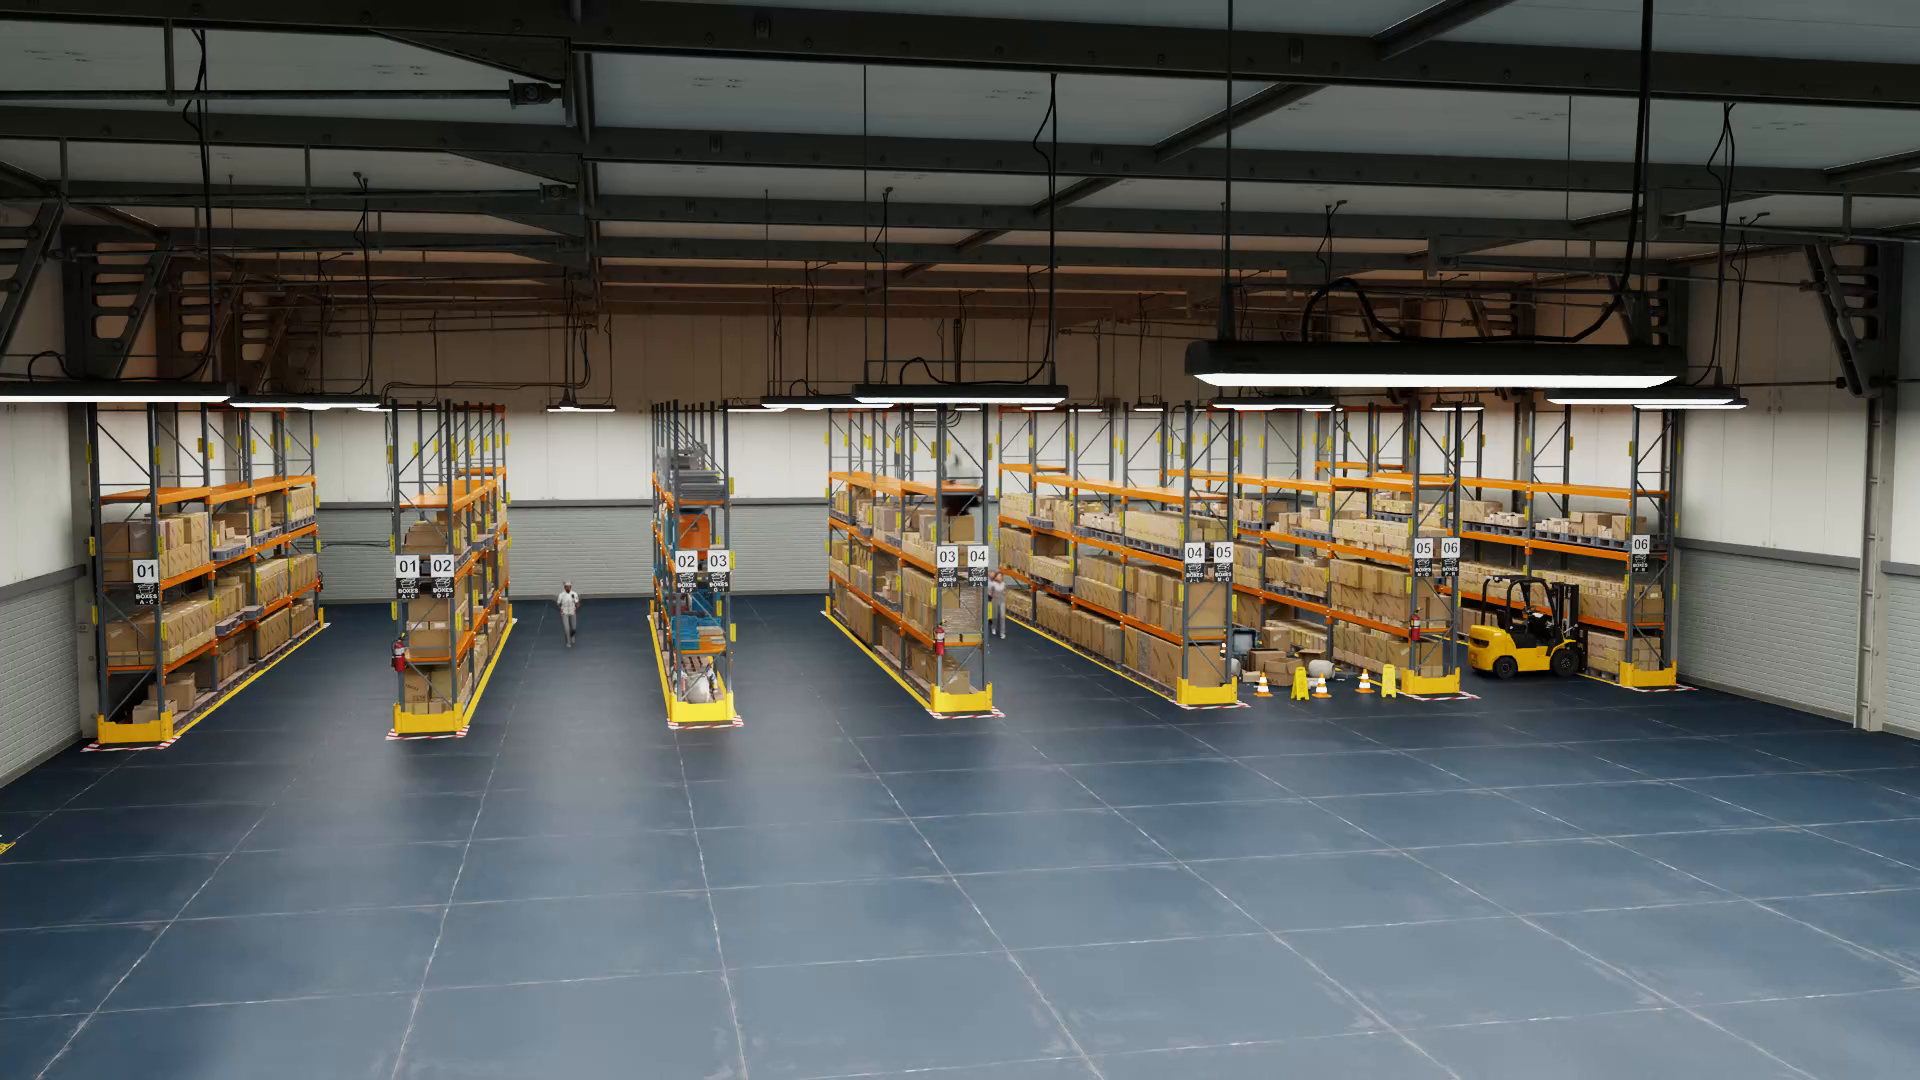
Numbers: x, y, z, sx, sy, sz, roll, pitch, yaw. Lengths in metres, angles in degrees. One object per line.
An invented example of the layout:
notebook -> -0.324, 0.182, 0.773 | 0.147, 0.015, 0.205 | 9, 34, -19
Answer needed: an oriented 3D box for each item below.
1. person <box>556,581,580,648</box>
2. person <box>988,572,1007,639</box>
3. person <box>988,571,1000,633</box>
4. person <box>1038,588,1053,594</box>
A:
person -> -9.638, 1.815, 40.908 | 0.573, 1.650, 0.583 | -1, 5, -18
person -> 0.975, 1.656, 42.768 | 0.569, 1.675, 0.909 | -1, 4, -13
person -> 0.879, 1.621, 43.938 | 0.603, 1.629, 0.605 | 0, 4, -6
person -> 2.581, 1.083, 50.092 | 0.842, 1.789, 0.678 | -2, 5, -20
